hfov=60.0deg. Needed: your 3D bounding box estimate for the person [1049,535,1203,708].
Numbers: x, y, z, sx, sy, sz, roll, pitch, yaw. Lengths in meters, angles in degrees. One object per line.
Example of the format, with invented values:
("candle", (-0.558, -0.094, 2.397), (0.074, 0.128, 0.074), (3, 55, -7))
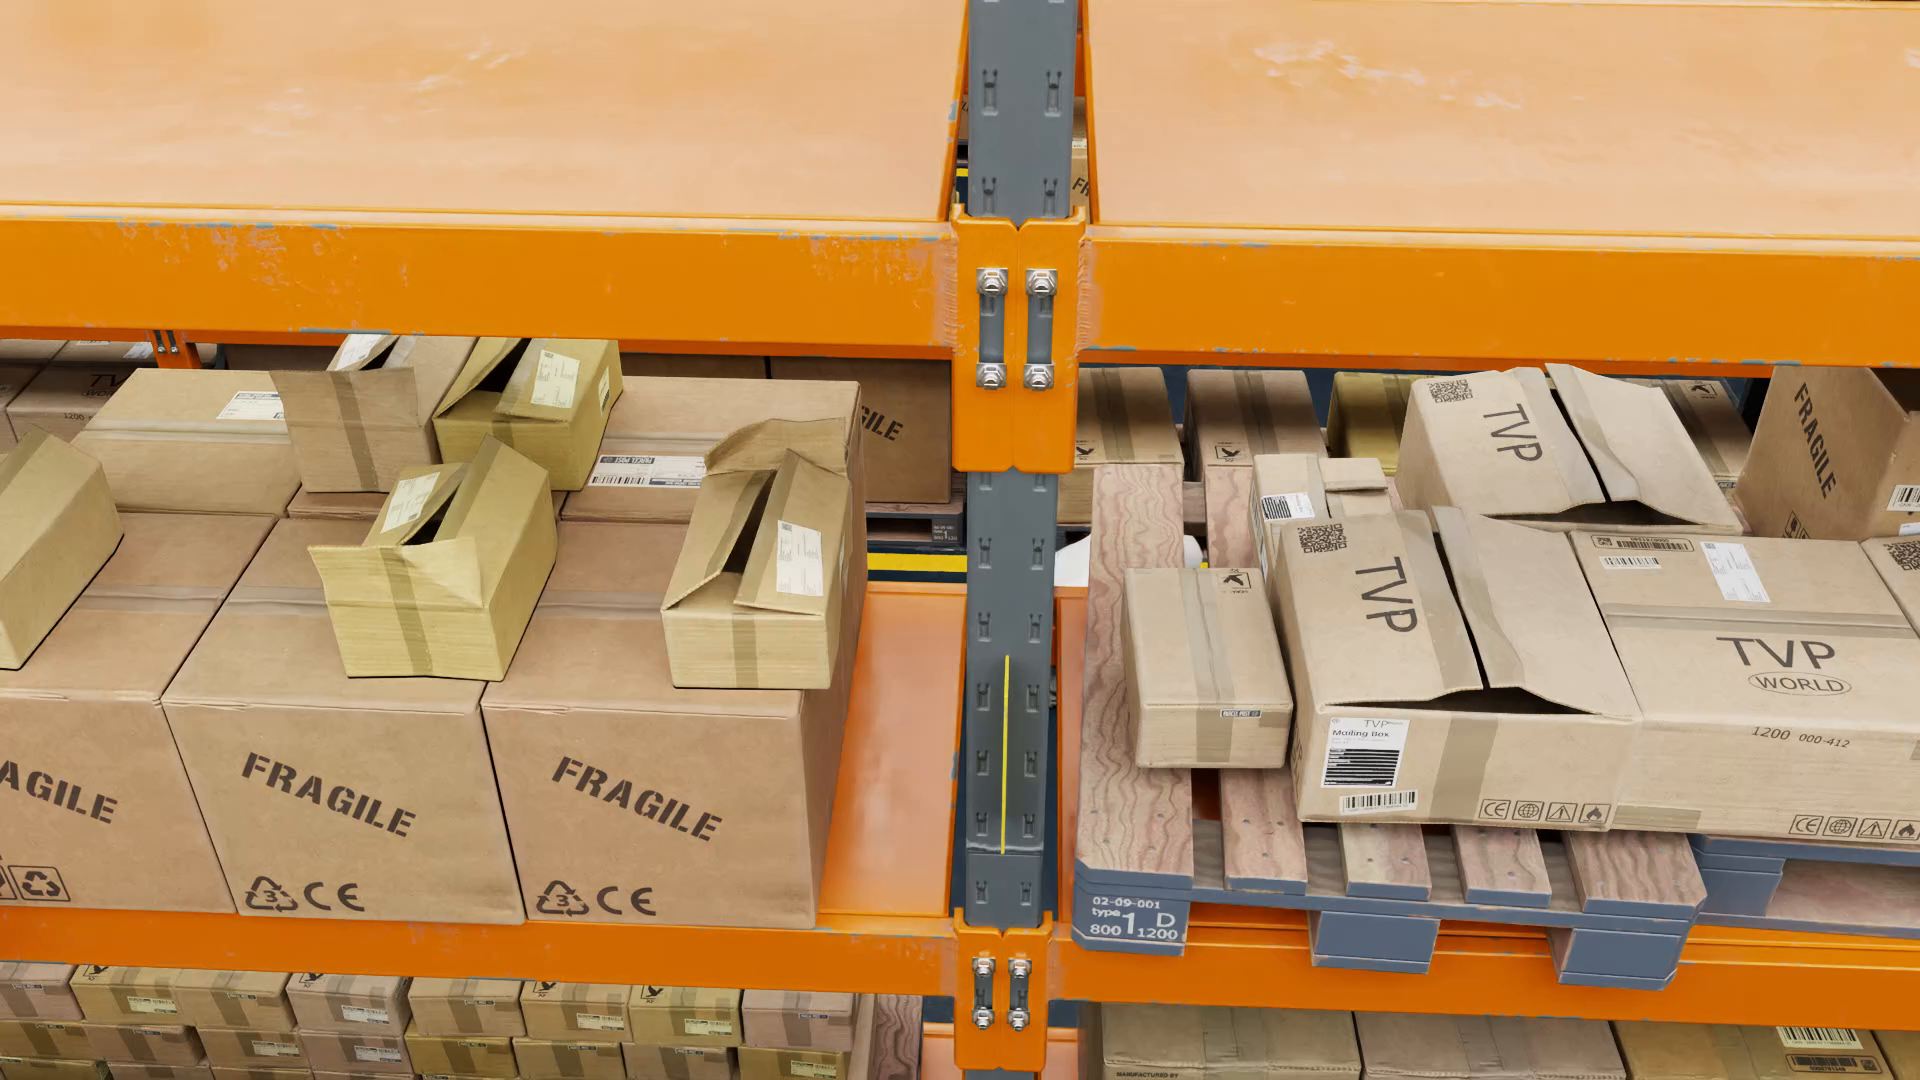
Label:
("person", (0.607, 0.361, 7.494), (0.923, 0.905, 0.539), (-1, 35, -1))
